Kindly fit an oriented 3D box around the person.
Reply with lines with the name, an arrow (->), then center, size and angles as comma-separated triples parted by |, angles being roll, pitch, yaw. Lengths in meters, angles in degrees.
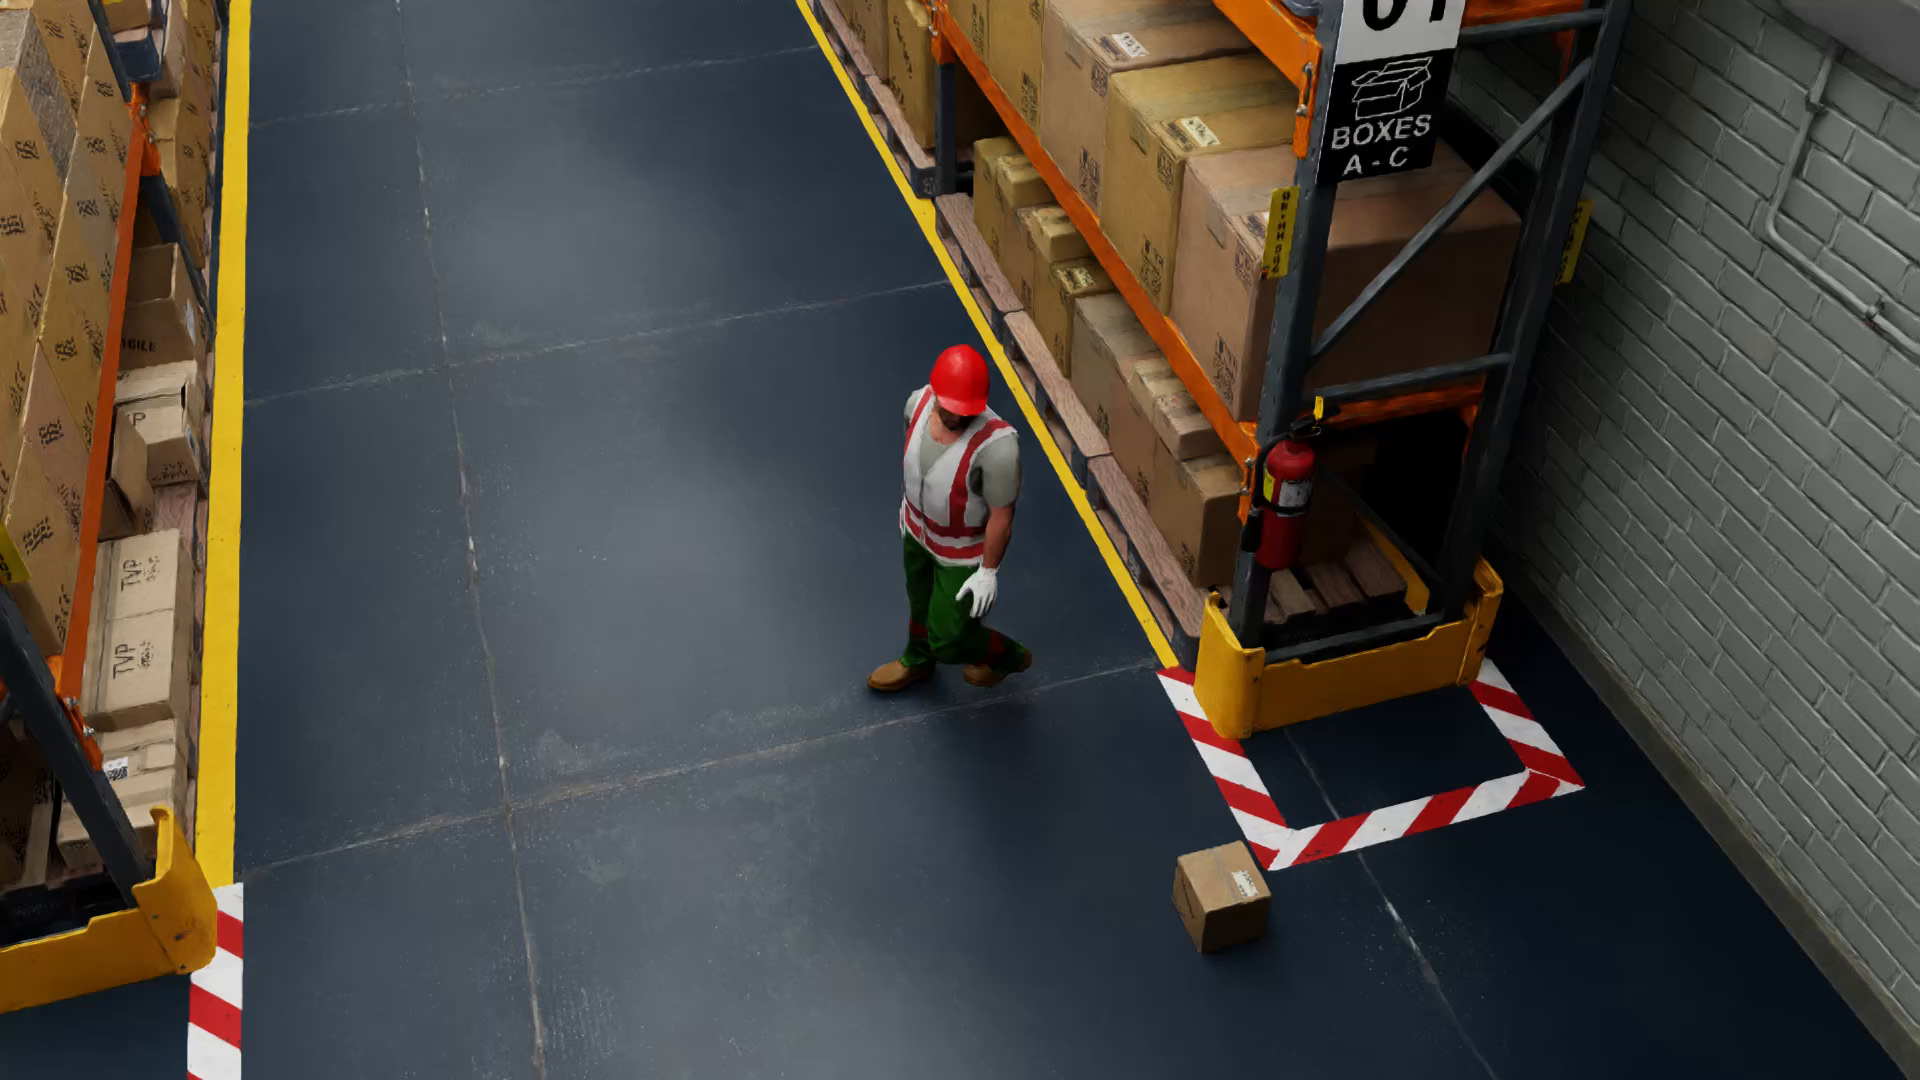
person -> -0.010, -0.022, 6.162 | 0.532, 1.775, 0.607 | -28, 49, -28
